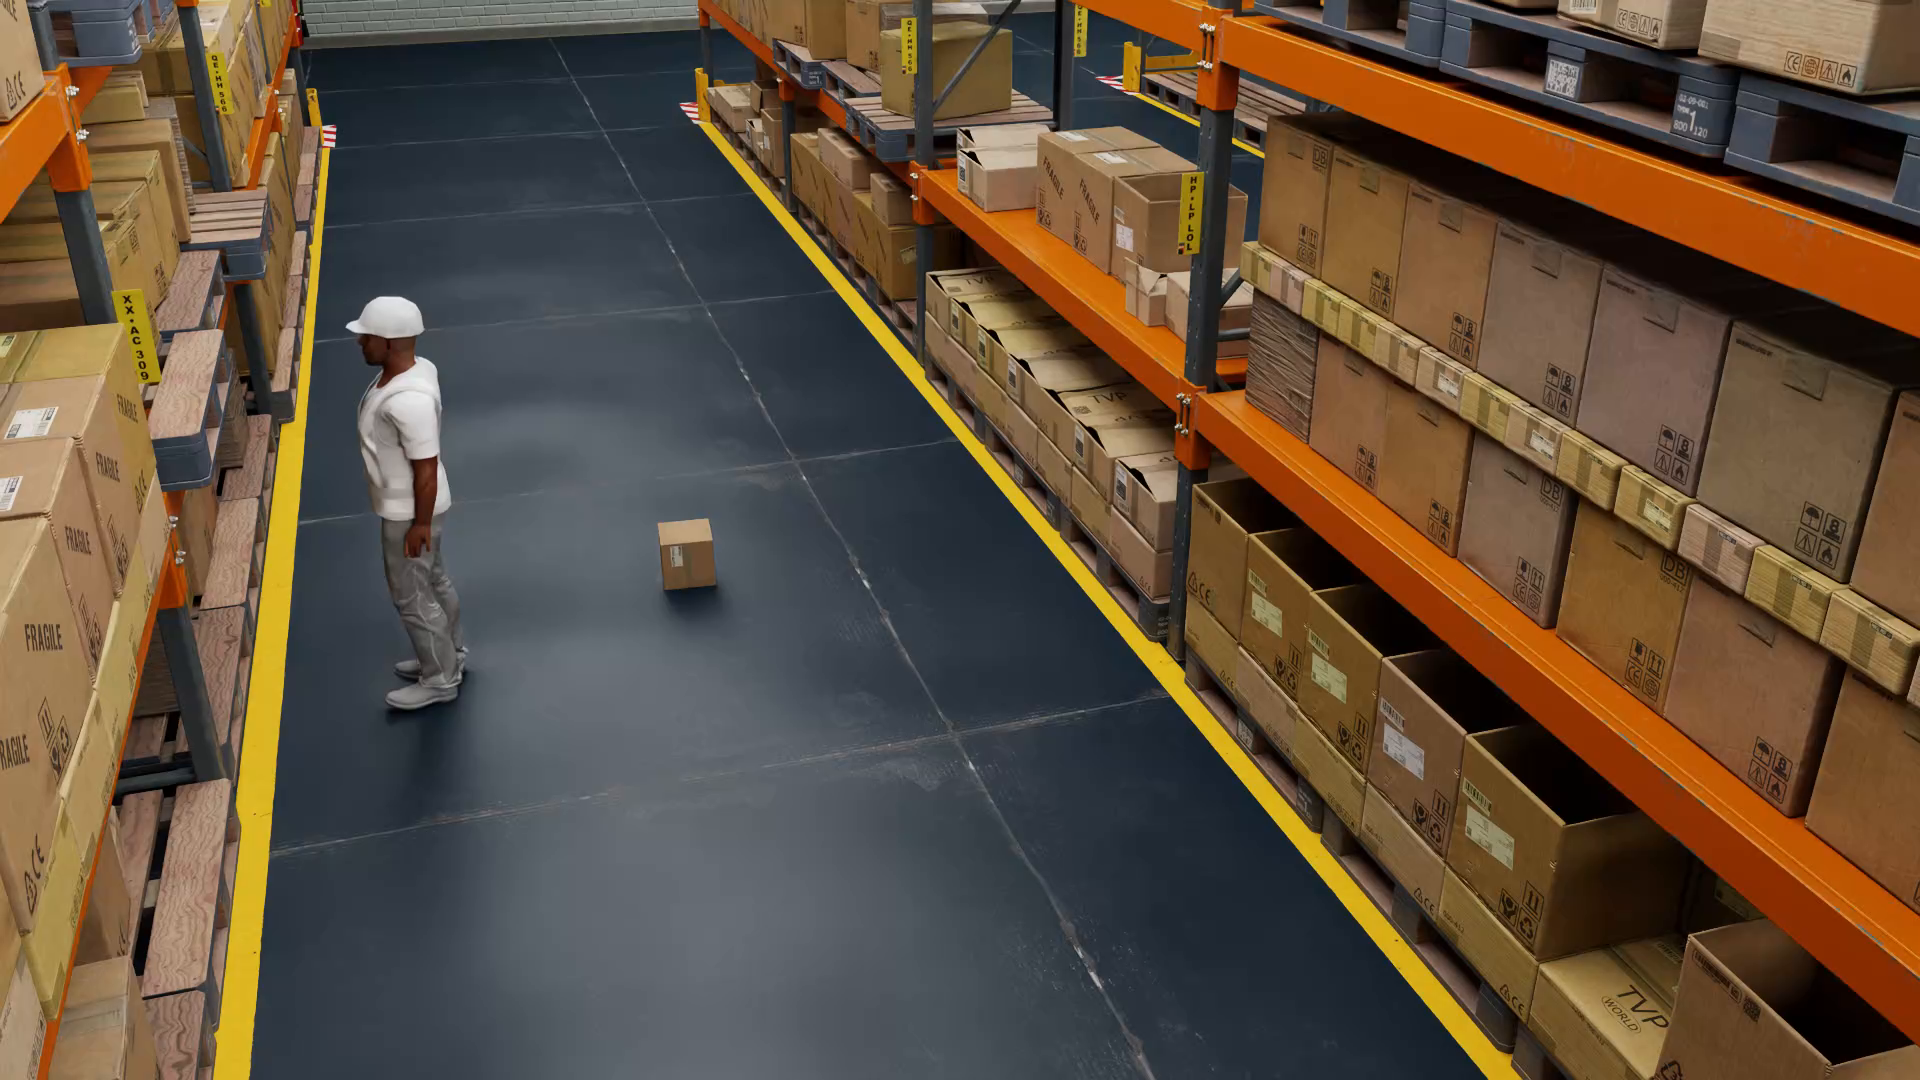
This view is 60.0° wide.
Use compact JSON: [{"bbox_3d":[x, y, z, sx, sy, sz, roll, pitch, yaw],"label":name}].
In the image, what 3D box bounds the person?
[{"bbox_3d":[-2.301,-0.147,6.893,0.411,1.775,0.565,-9,27,-17],"label":"person"}]
